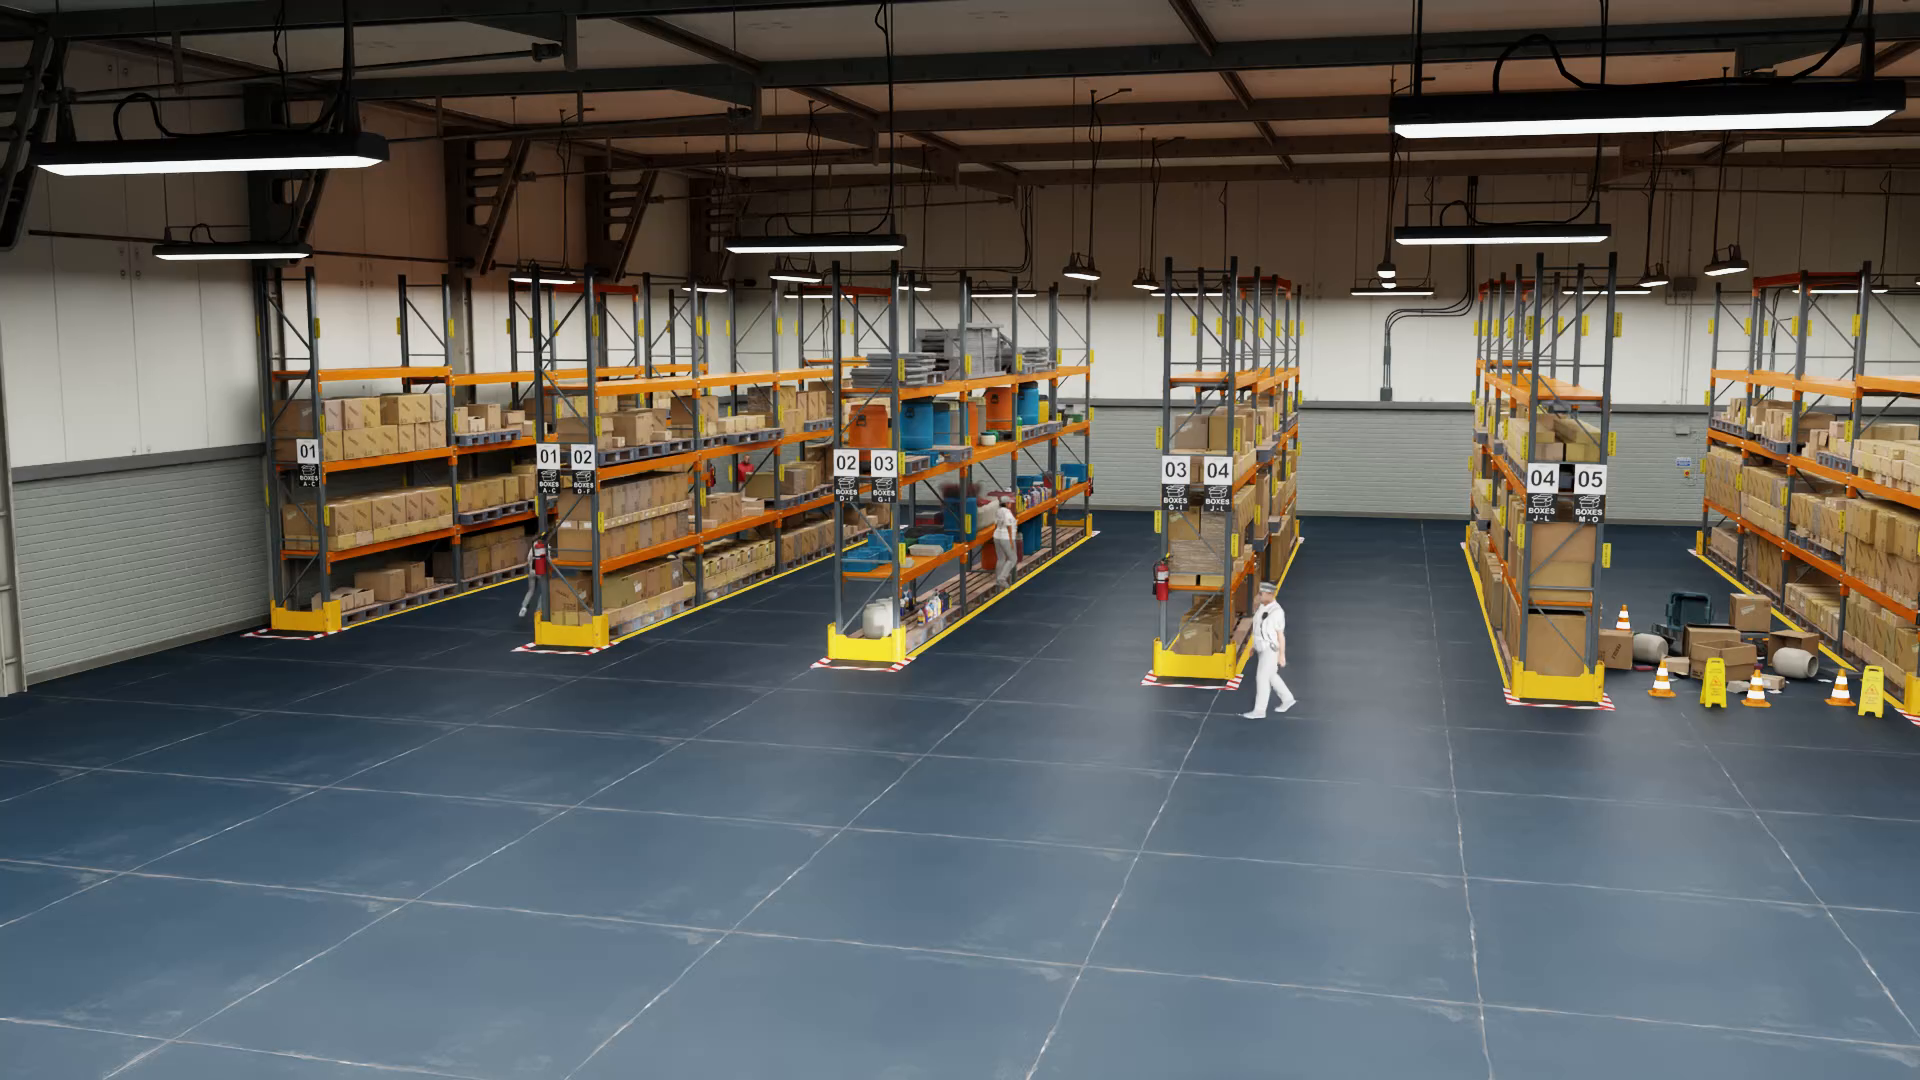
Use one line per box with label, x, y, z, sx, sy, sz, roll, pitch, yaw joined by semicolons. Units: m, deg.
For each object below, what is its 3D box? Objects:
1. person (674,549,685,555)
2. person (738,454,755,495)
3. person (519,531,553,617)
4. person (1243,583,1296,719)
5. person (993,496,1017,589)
person;-5.822;-0.120;34.372;0.485;1.510;0.775;3;8;24
person;-5.621;-1.385;43.585;0.587;1.742;0.471;-5;9;-37
person;-7.297;0.604;28.624;0.474;1.574;0.607;2;8;17
person;4.020;1.407;21.545;0.829;1.735;0.531;-1;7;-10
person;0.804;0.035;30.417;0.450;1.700;0.507;-4;8;-29
